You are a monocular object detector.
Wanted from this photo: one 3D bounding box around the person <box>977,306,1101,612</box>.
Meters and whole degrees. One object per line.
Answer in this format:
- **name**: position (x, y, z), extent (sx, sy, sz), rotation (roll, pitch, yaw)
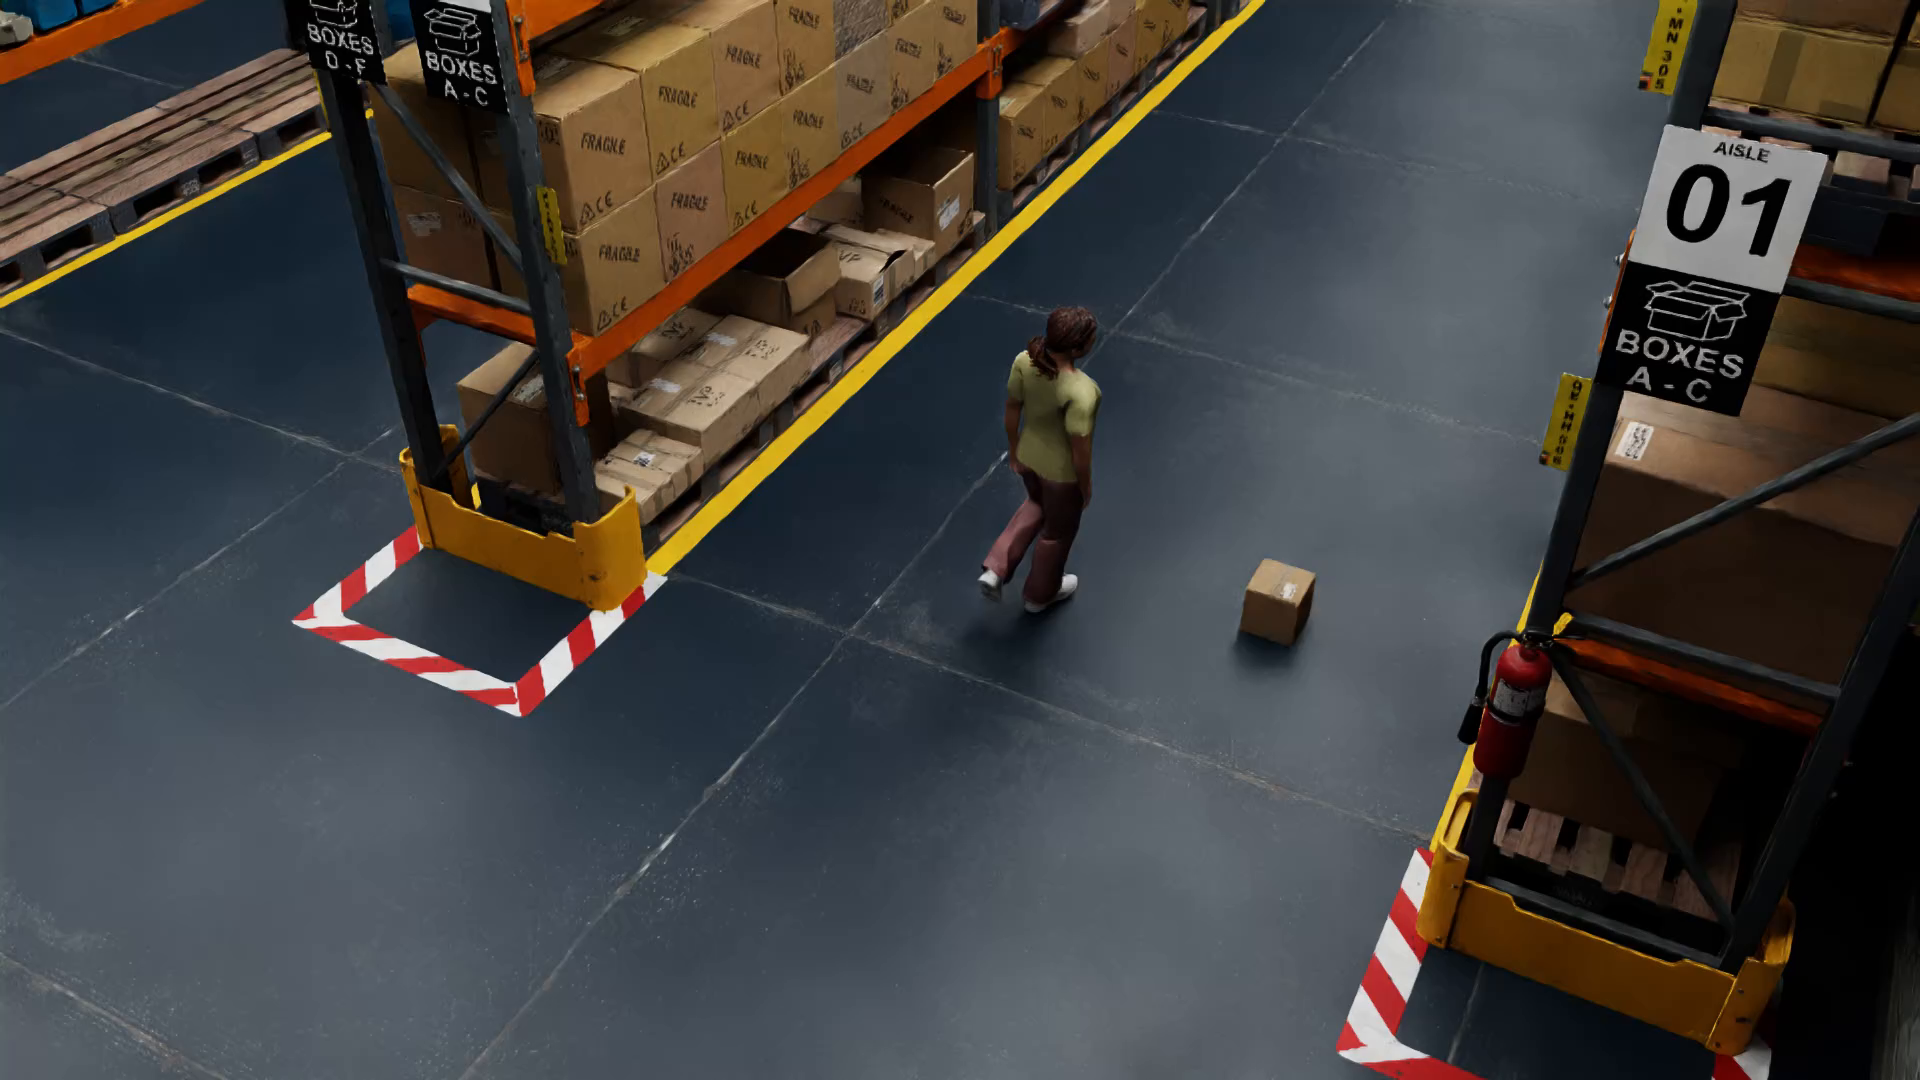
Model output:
- **person**: position (0.385, -0.302, 7.114), extent (0.547, 1.653, 0.474), rotation (-31, 48, -33)
